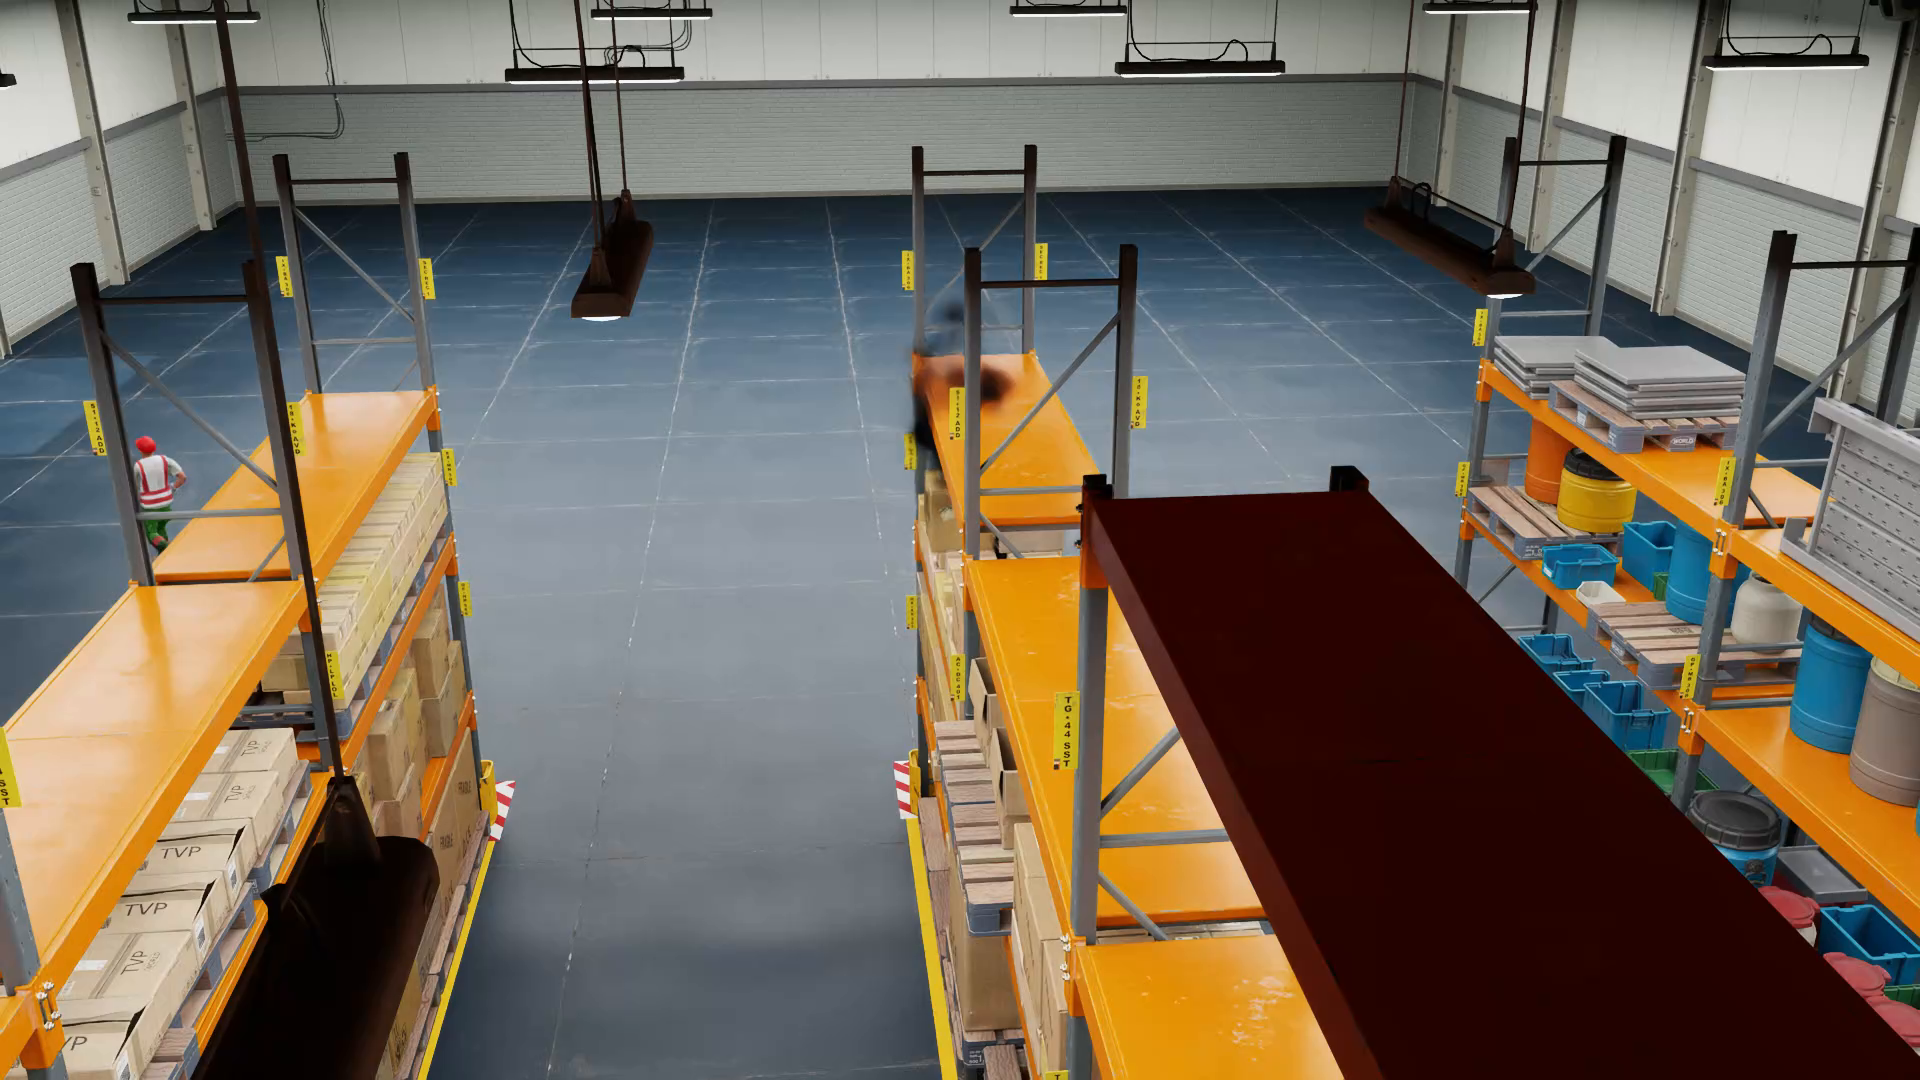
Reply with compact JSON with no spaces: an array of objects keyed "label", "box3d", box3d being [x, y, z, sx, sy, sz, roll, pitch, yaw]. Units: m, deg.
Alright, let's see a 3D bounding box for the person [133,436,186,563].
[{"label":"person","box3d":[-9.834,-0.440,20.374,0.849,1.758,0.668,17,27,36]}]
